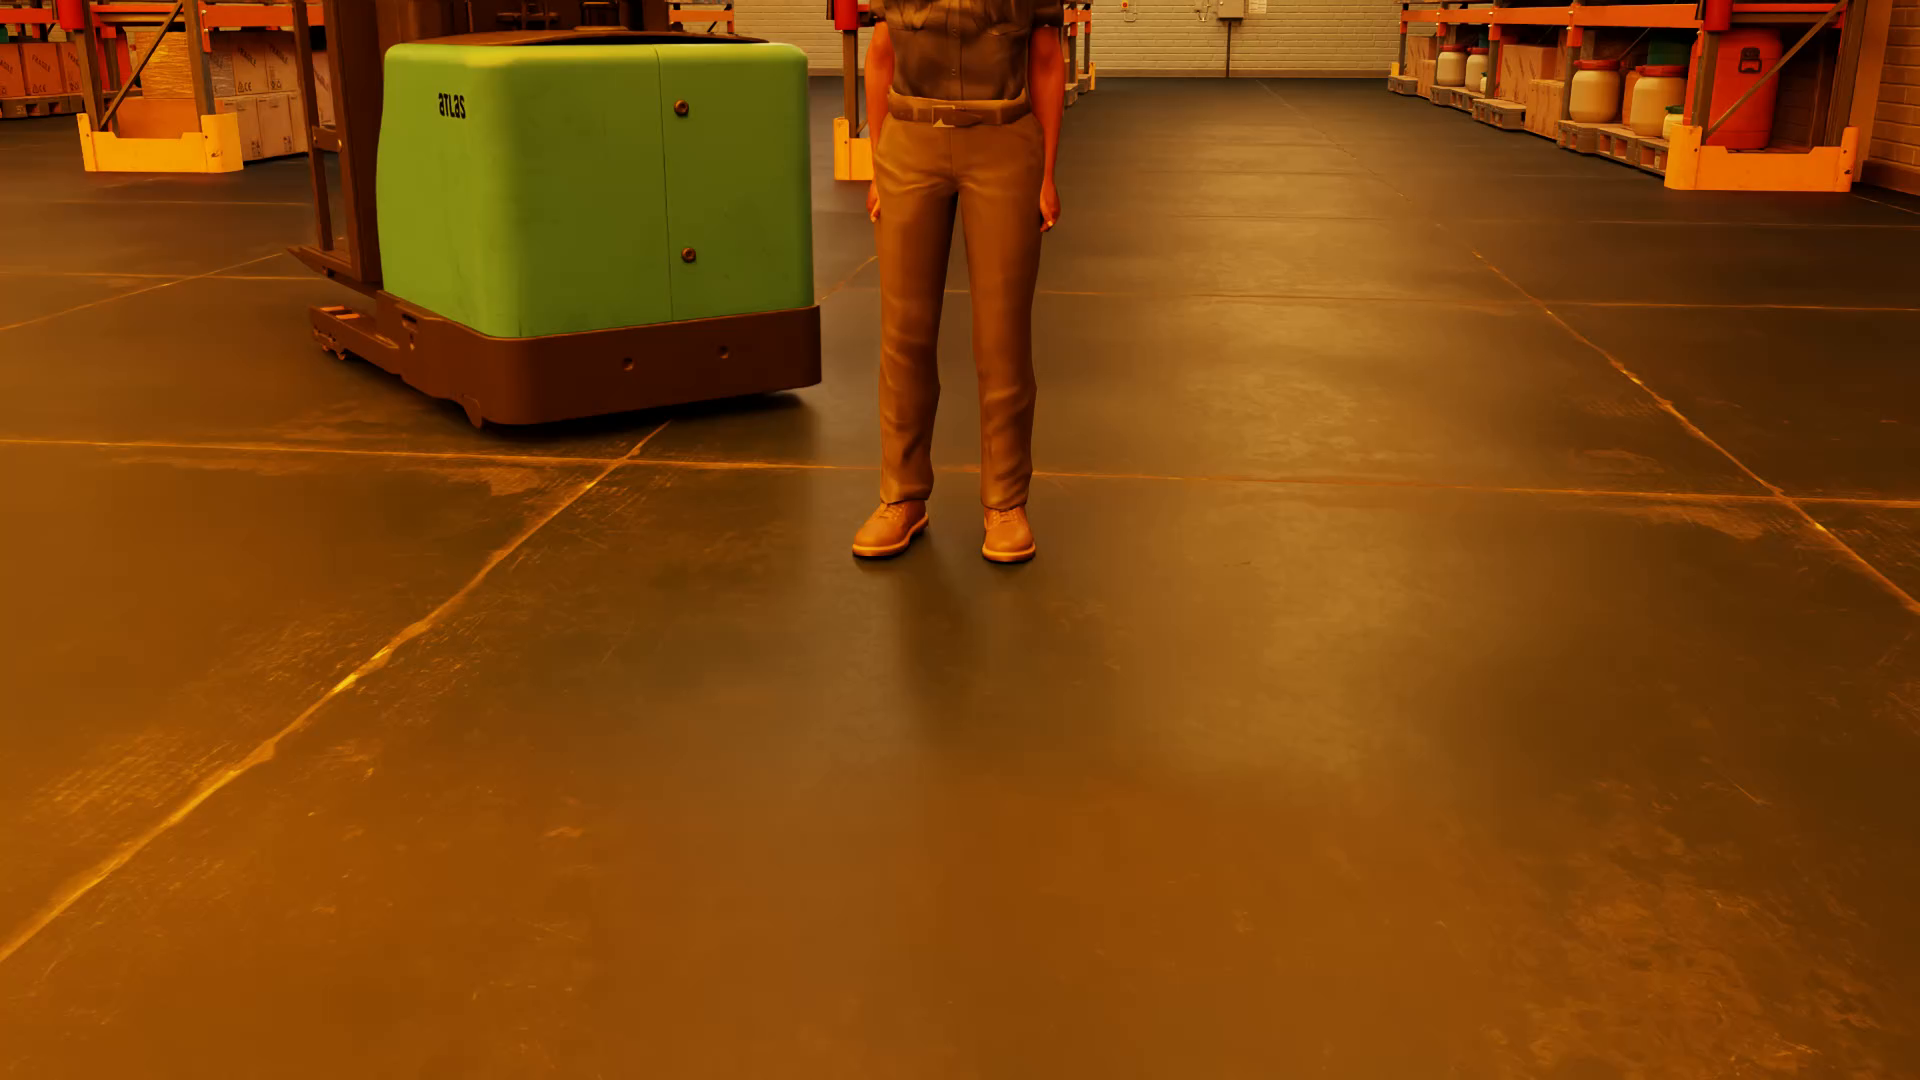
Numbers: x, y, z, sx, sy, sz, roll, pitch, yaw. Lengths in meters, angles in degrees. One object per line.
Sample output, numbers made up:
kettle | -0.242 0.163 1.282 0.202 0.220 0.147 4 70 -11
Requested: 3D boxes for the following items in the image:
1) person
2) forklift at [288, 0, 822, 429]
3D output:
person | -0.006 -0.784 3.563 0.451 1.660 0.335 2 18 7
forklift | -1.680 -2.097 5.604 1.130 2.935 3.031 -12 21 -33
